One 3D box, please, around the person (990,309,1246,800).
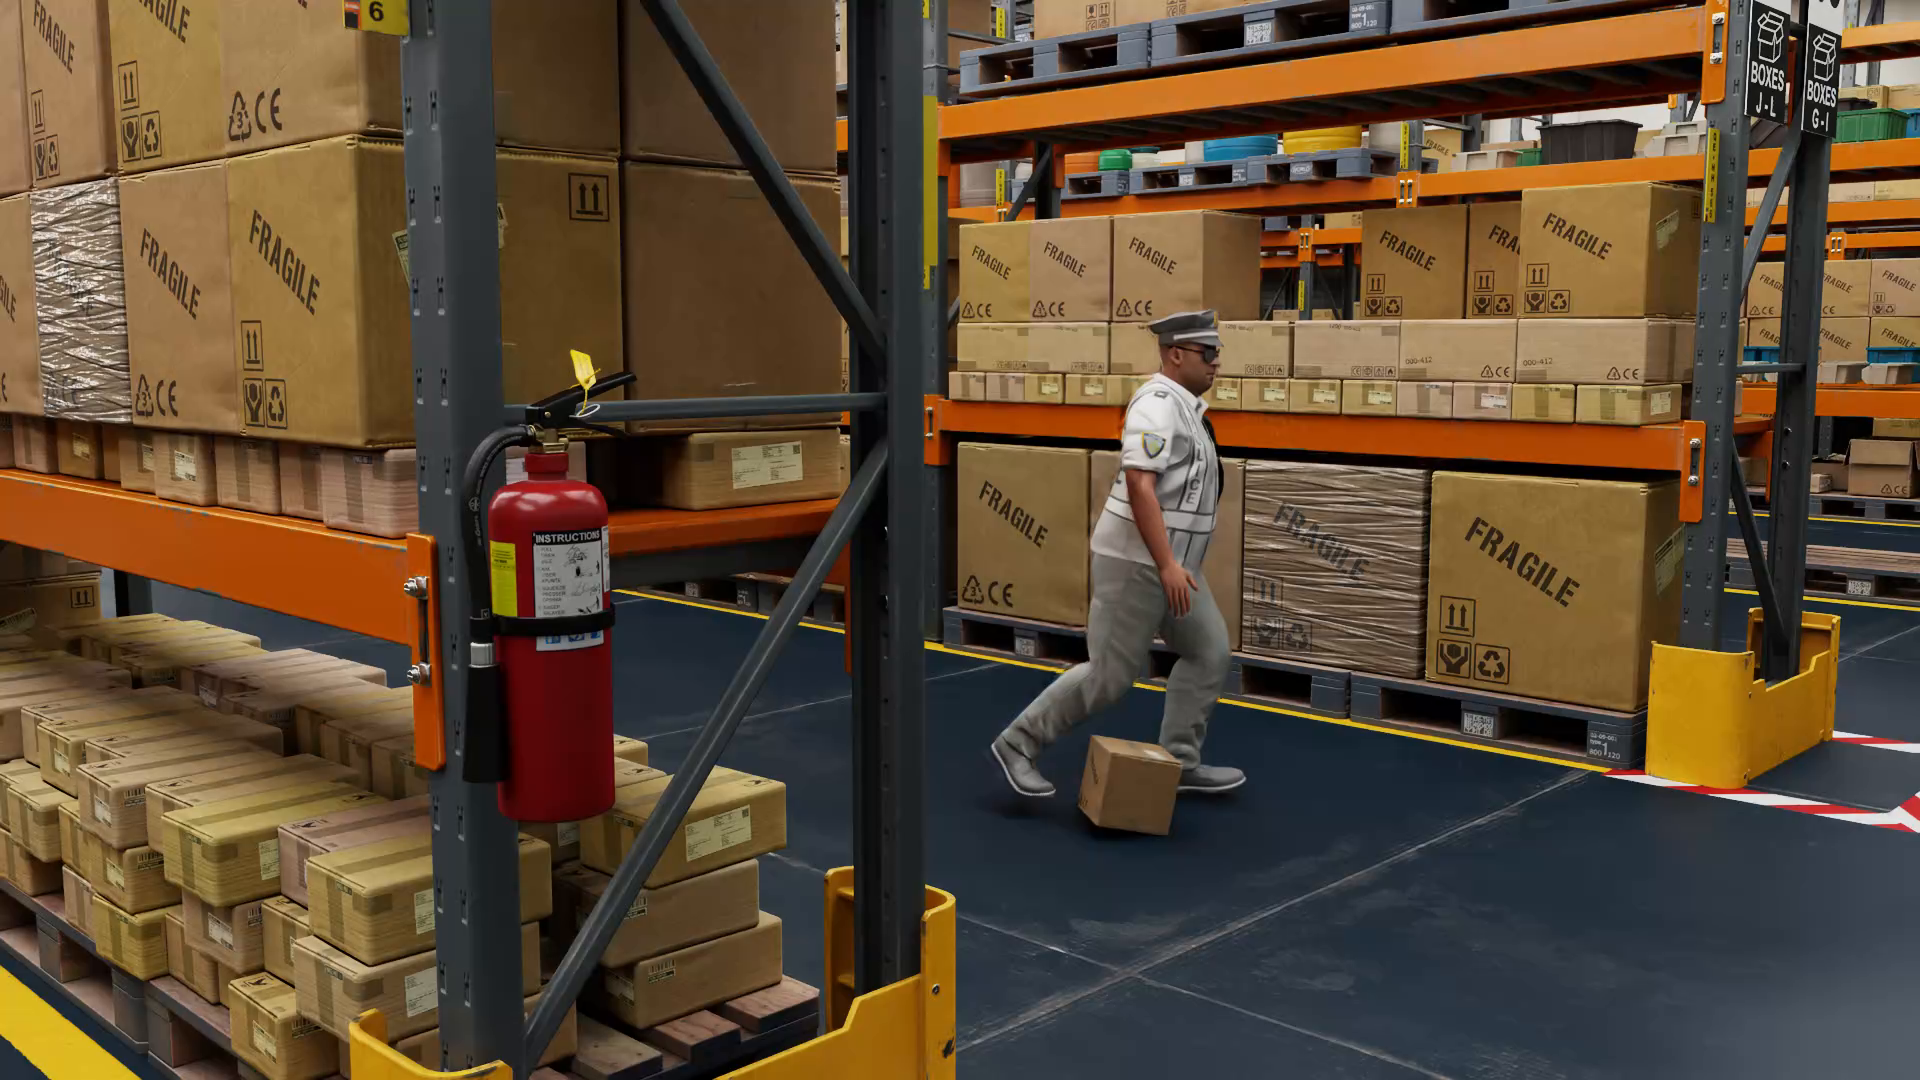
[{"bbox_3d":[0.553,0.057,5.764,0.836,1.699,0.637,3,7,20],"label":"person"}]
